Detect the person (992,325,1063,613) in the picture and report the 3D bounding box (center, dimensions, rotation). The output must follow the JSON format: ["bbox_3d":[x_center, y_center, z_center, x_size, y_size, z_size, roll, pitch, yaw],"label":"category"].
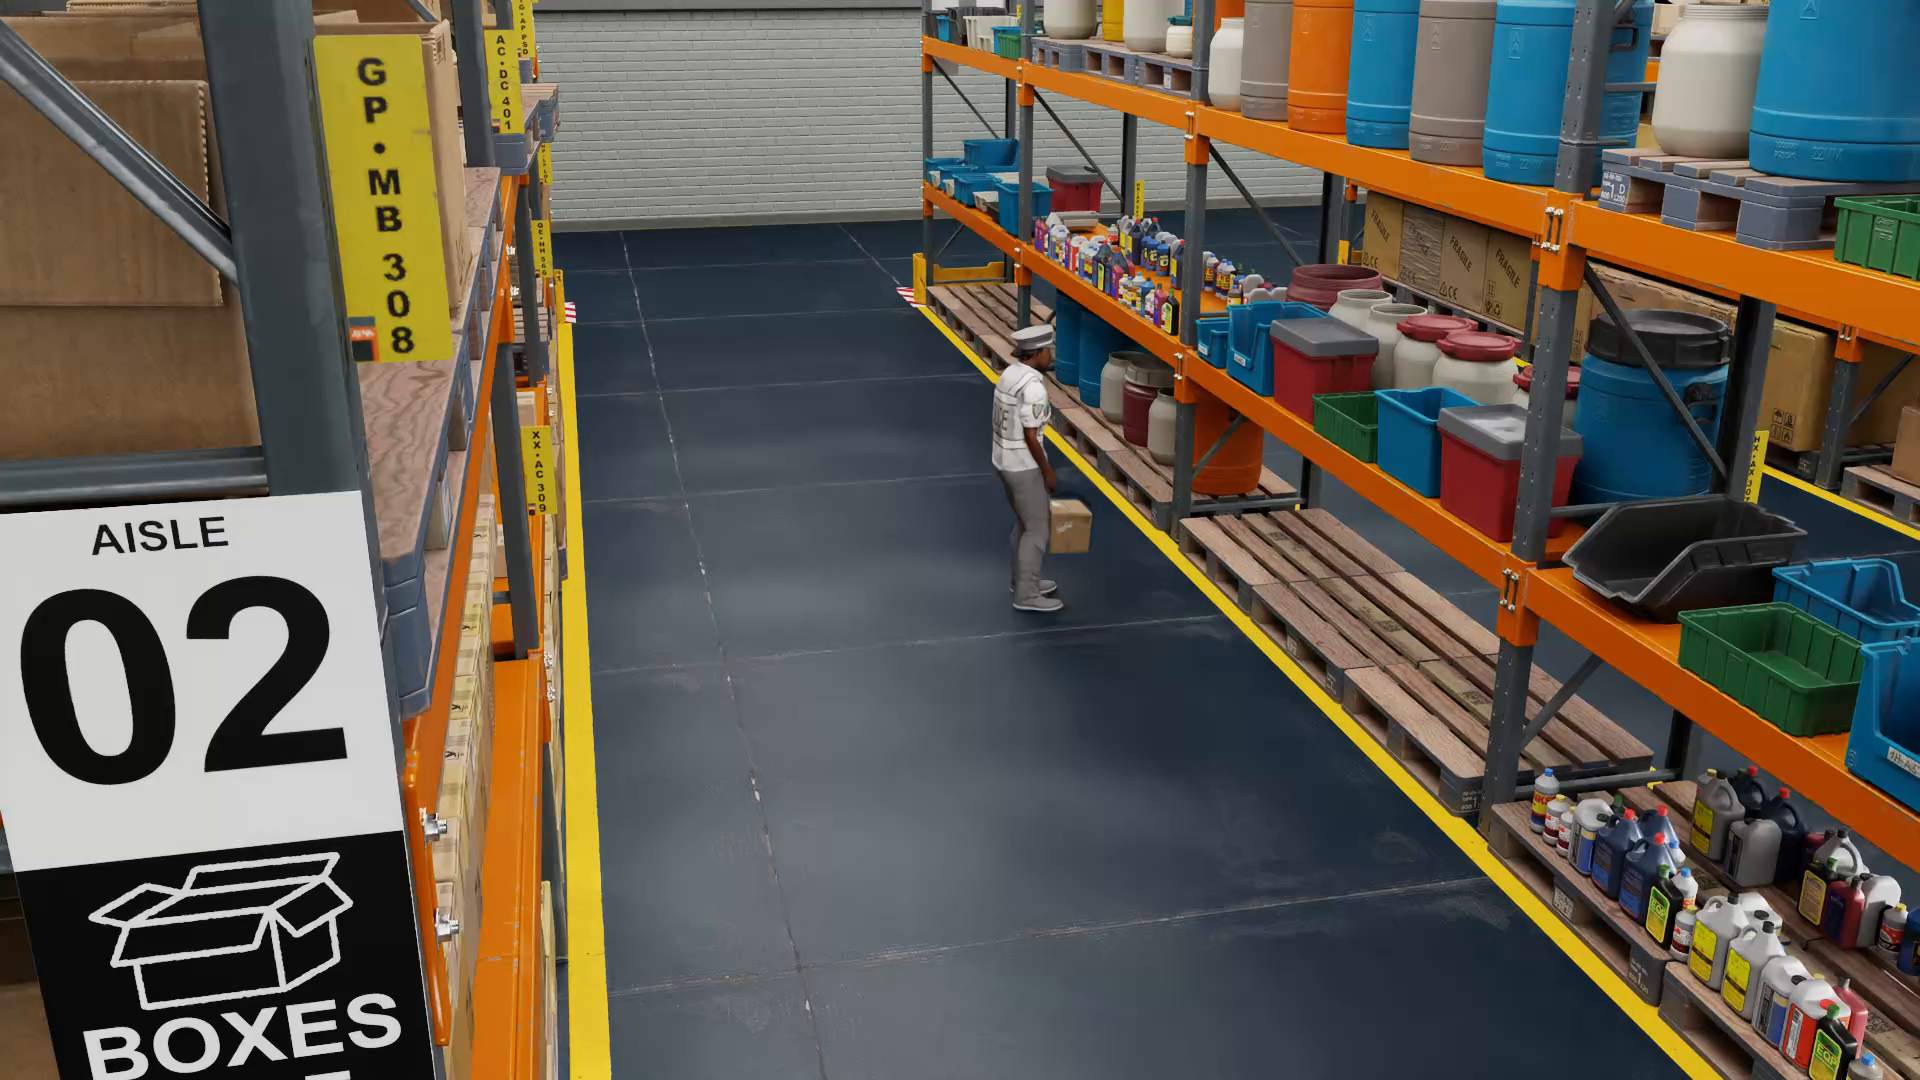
[{"bbox_3d":[0.410,-0.428,9.750,0.423,1.668,0.495,-5,20,-14],"label":"person"}]
